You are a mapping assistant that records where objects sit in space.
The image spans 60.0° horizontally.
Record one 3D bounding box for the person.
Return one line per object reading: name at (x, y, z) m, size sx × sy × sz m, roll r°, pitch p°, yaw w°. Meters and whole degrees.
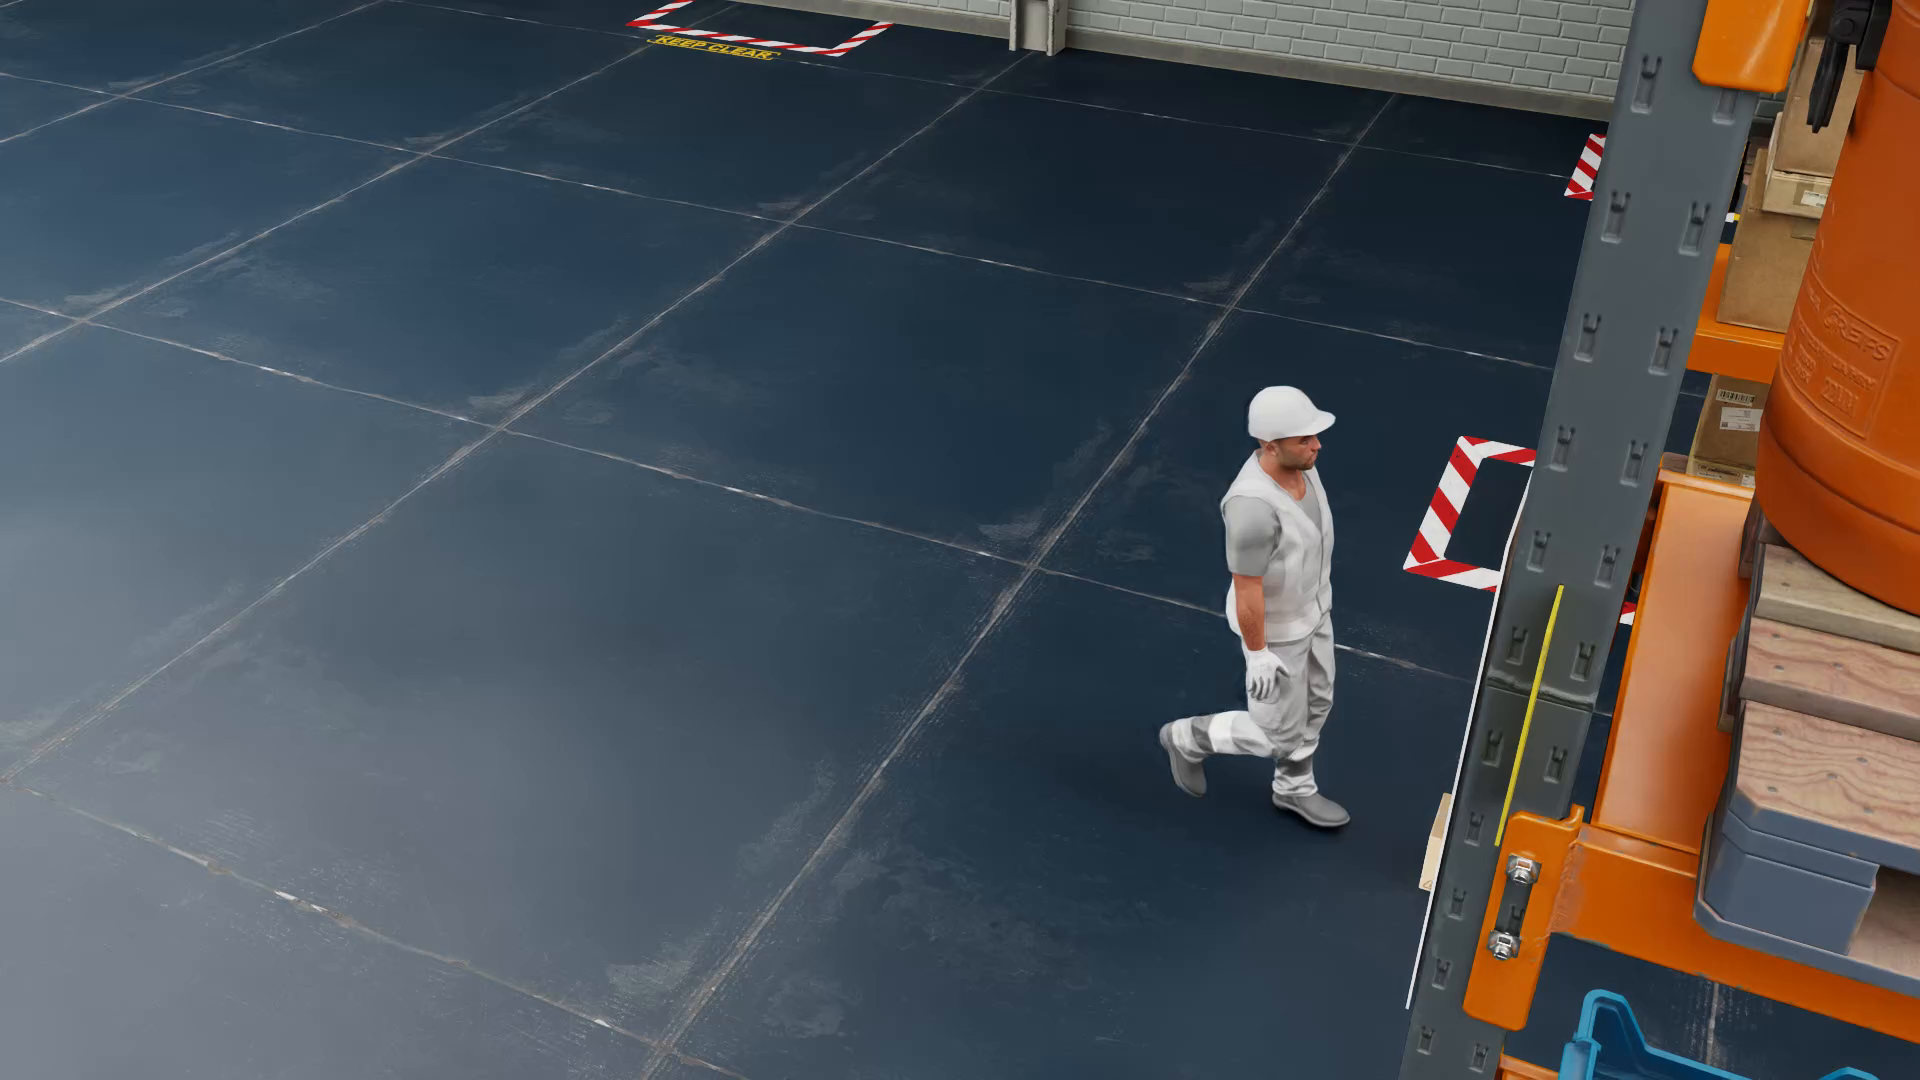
person at (1.077, 0.265, 5.702) m, size 0.692 × 1.772 × 0.554 m, roll 20°, pitch 38°, yaw 28°
